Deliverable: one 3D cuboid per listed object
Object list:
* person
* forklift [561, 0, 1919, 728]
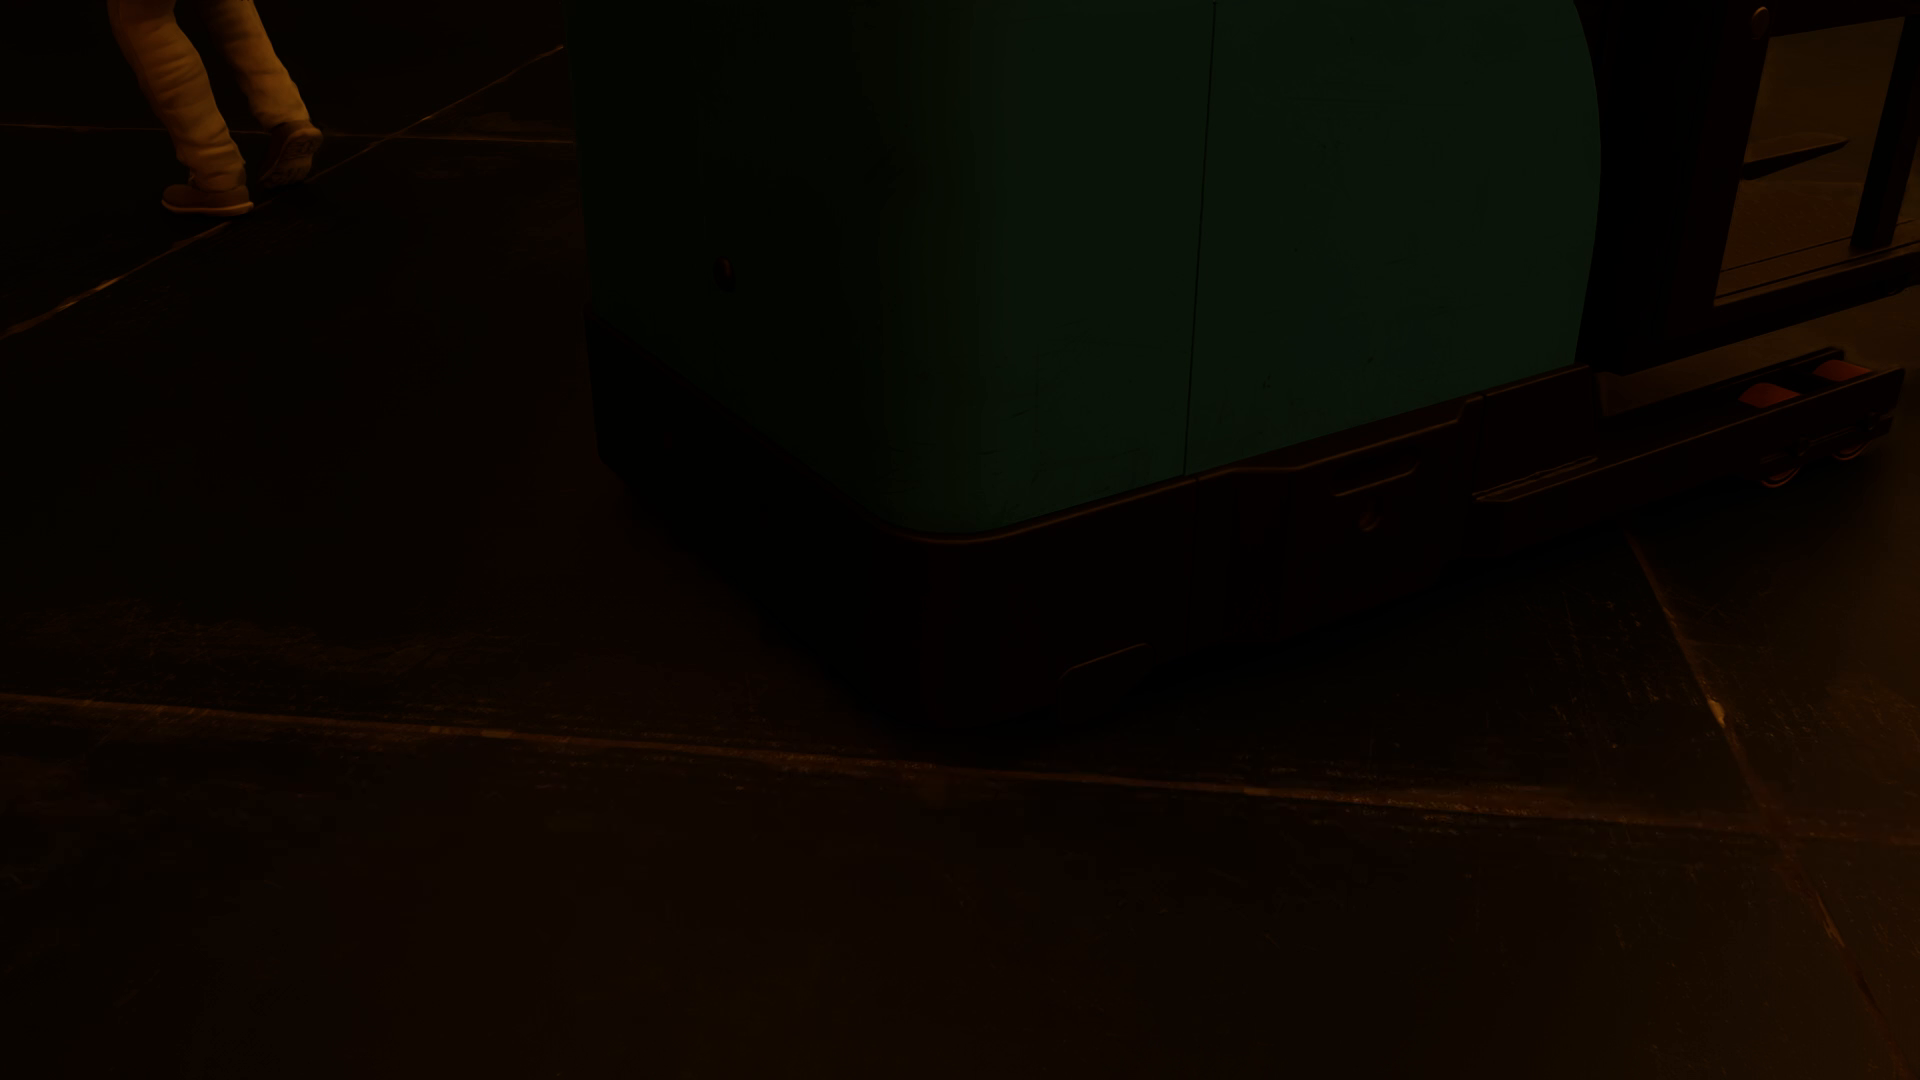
[{"bbox_3d":[-1.855,-1.546,3.804,0.487,1.660,0.752,16,31,29],"label":"person"},{"bbox_3d":[0.948,-1.575,2.374,3.031,2.935,1.130,-16,31,-29],"label":"forklift"}]
